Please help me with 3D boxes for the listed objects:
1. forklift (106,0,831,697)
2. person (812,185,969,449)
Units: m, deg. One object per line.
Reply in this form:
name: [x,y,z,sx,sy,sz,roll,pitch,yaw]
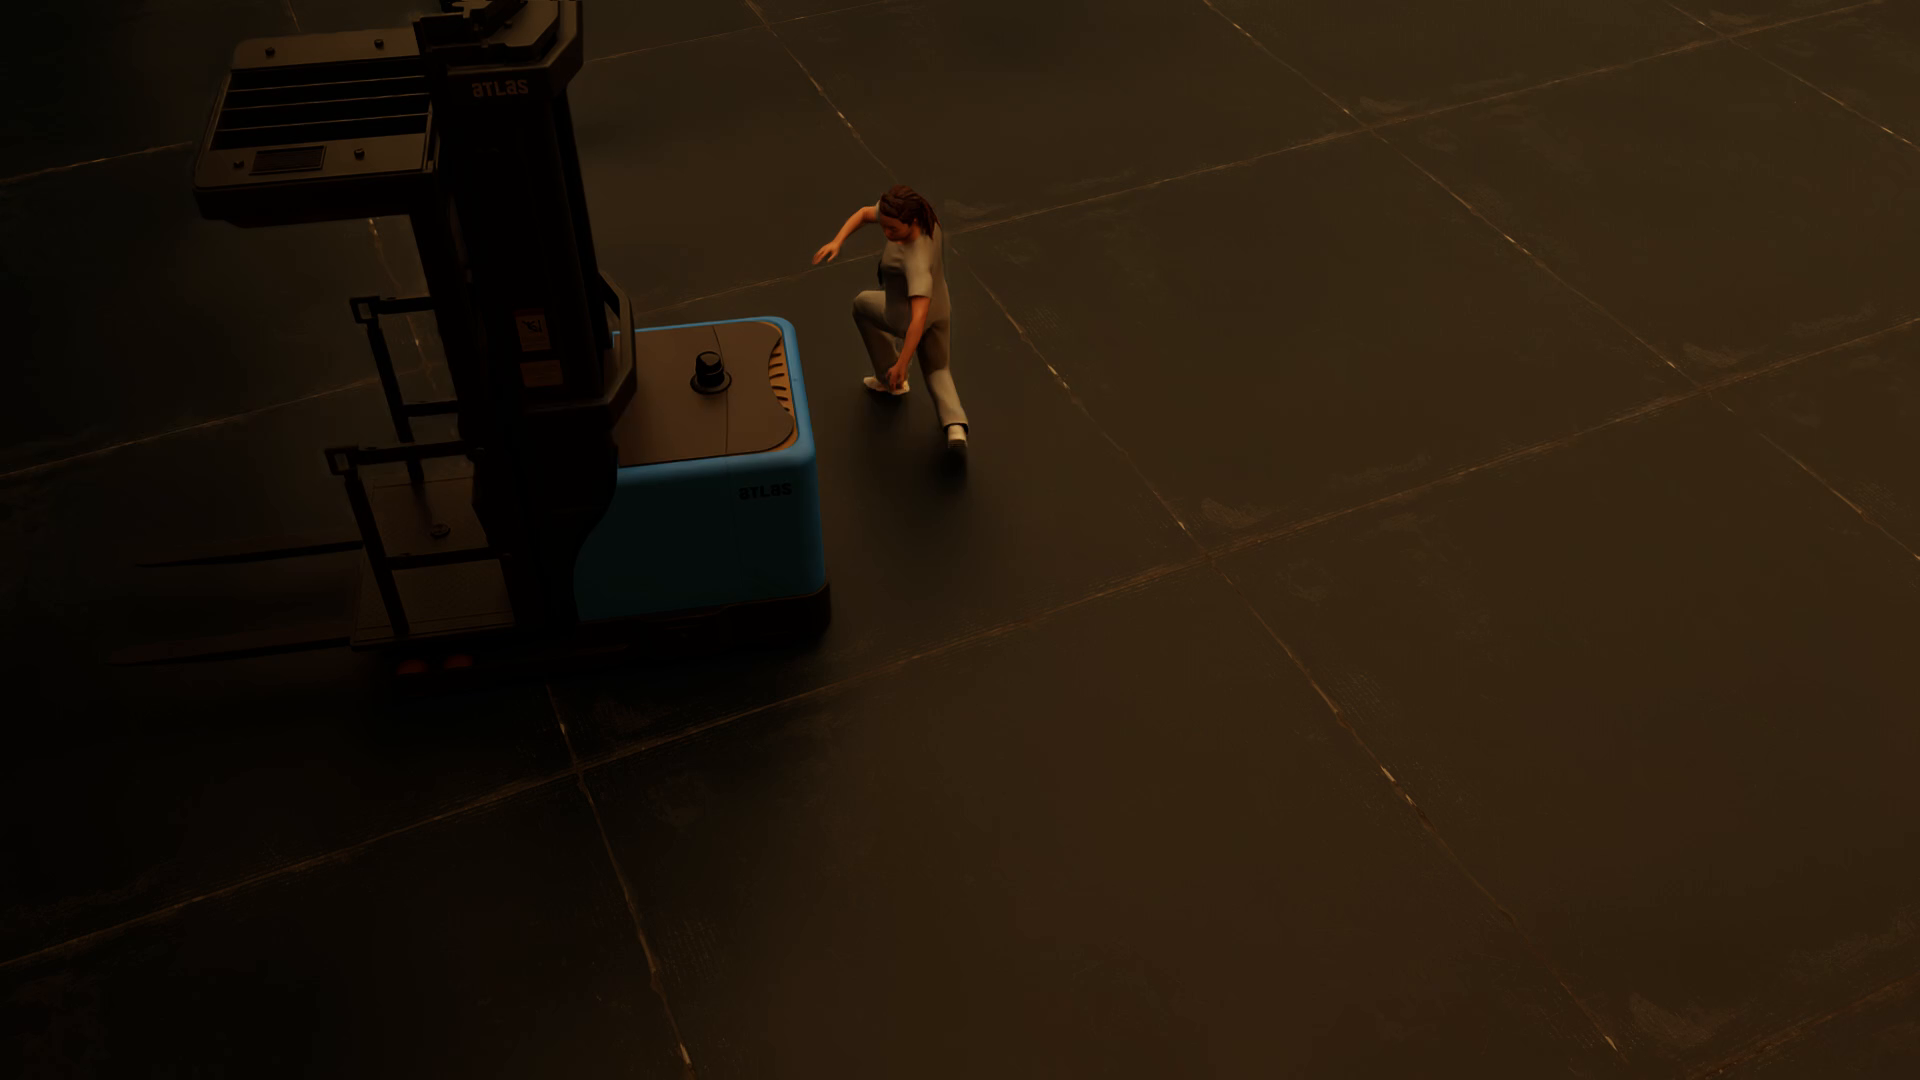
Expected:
forklift: [-2.135,-0.791,6.528,3.031,2.935,1.130,-7,43,-7]
person: [-0.289,-1.060,7.974,0.666,1.447,0.942,-34,53,-31]
